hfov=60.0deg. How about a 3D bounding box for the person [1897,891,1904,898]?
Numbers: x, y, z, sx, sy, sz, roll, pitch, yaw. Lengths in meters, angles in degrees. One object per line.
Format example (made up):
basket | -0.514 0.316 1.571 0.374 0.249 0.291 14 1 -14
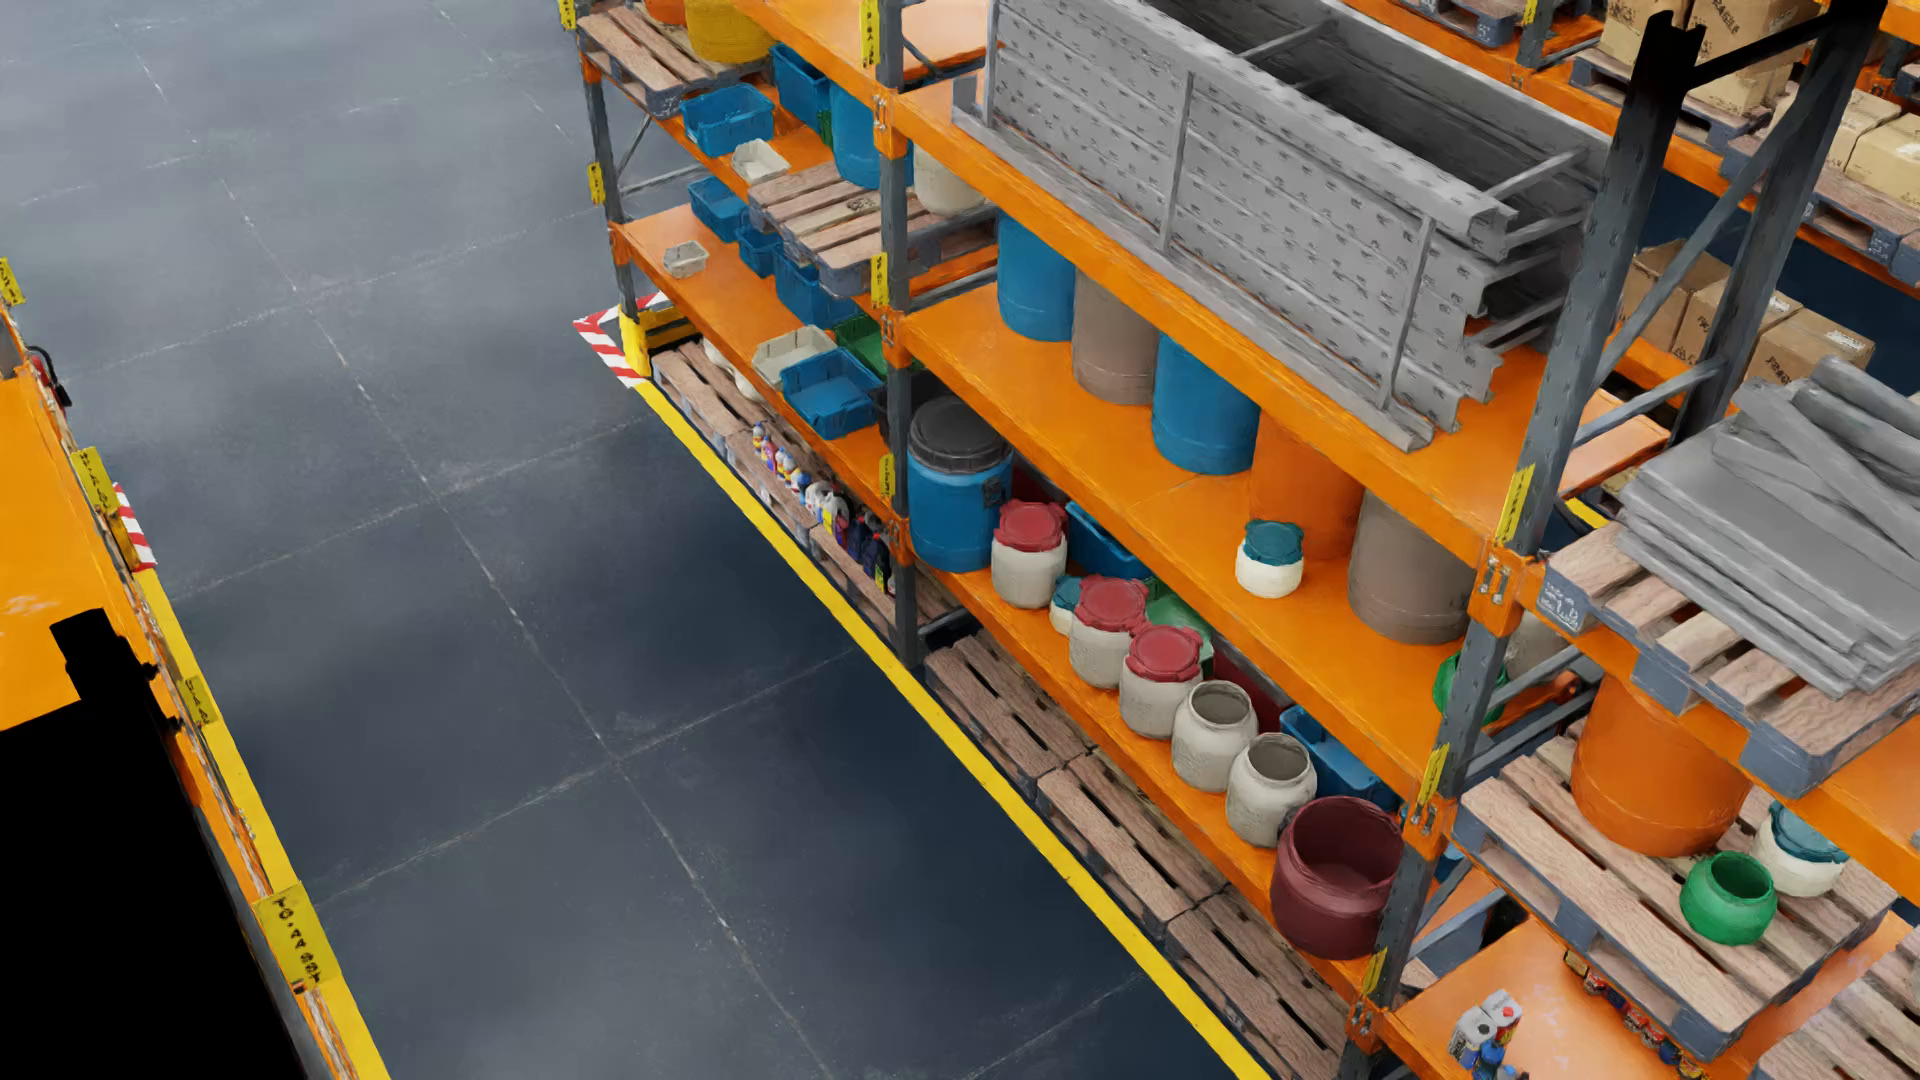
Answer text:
person | 5.334 1.235 9.111 0.597 1.763 0.521 15 45 16
